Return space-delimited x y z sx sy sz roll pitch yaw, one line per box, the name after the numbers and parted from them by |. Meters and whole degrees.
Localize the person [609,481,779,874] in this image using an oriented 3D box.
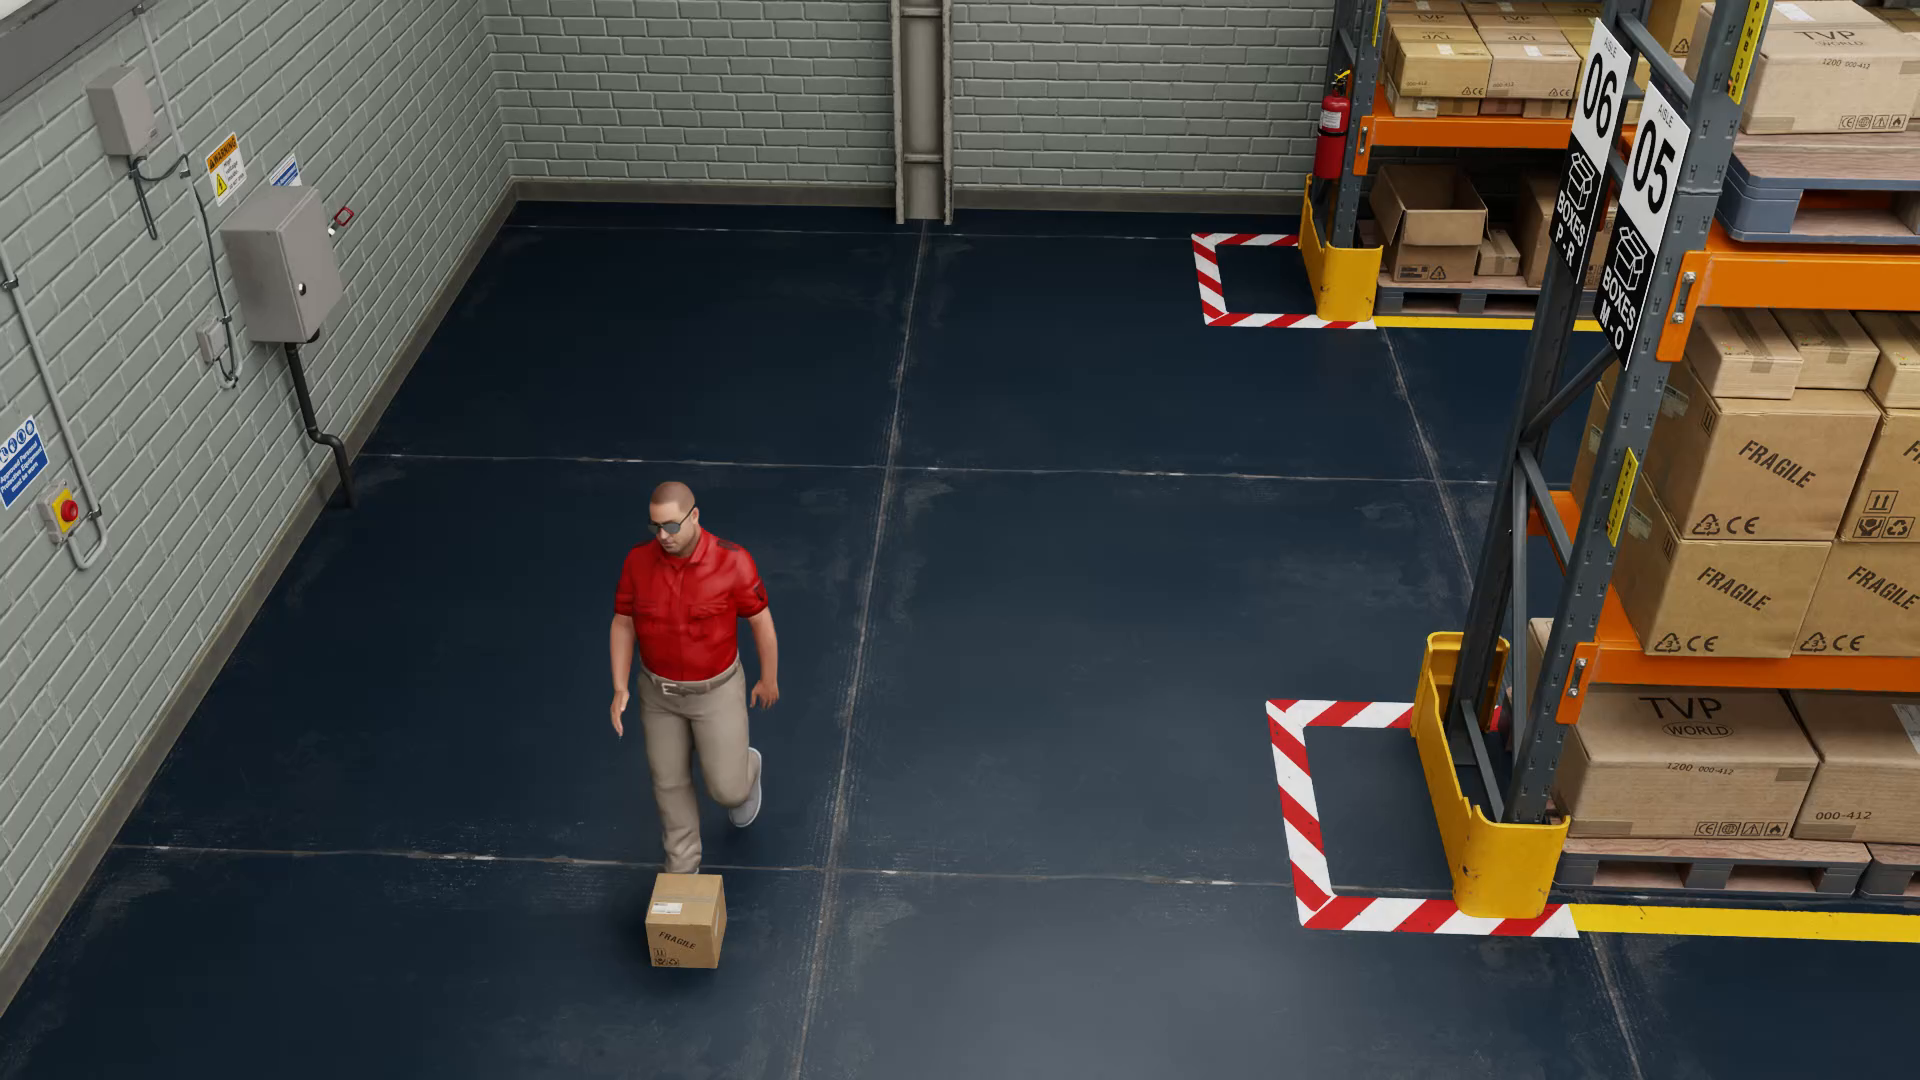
-1.033 0.615 6.282 0.605 1.678 0.775 7 36 9 | person
